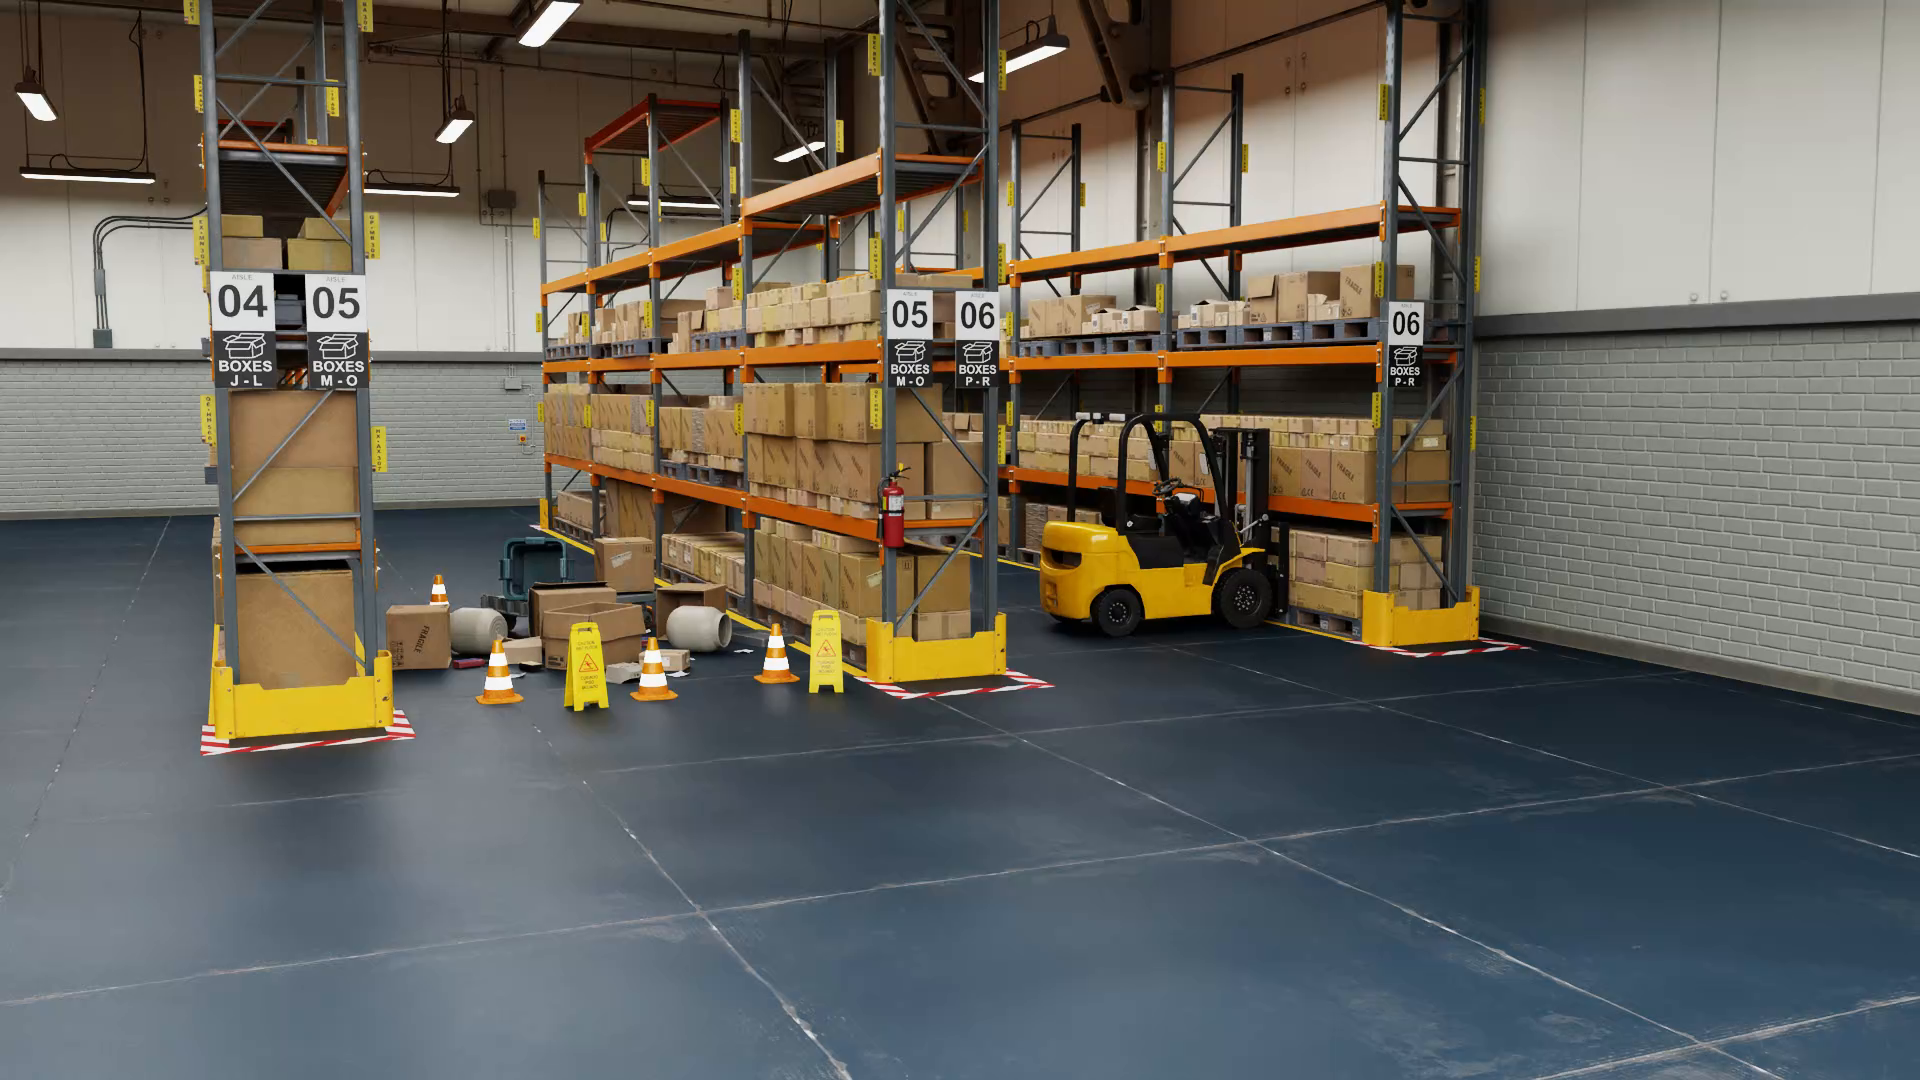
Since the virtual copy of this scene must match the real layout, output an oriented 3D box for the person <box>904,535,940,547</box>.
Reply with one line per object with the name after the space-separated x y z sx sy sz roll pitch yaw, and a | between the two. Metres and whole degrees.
-0.434 -0.157 18.342 0.587 1.839 0.475 -2 6 -23 | person
